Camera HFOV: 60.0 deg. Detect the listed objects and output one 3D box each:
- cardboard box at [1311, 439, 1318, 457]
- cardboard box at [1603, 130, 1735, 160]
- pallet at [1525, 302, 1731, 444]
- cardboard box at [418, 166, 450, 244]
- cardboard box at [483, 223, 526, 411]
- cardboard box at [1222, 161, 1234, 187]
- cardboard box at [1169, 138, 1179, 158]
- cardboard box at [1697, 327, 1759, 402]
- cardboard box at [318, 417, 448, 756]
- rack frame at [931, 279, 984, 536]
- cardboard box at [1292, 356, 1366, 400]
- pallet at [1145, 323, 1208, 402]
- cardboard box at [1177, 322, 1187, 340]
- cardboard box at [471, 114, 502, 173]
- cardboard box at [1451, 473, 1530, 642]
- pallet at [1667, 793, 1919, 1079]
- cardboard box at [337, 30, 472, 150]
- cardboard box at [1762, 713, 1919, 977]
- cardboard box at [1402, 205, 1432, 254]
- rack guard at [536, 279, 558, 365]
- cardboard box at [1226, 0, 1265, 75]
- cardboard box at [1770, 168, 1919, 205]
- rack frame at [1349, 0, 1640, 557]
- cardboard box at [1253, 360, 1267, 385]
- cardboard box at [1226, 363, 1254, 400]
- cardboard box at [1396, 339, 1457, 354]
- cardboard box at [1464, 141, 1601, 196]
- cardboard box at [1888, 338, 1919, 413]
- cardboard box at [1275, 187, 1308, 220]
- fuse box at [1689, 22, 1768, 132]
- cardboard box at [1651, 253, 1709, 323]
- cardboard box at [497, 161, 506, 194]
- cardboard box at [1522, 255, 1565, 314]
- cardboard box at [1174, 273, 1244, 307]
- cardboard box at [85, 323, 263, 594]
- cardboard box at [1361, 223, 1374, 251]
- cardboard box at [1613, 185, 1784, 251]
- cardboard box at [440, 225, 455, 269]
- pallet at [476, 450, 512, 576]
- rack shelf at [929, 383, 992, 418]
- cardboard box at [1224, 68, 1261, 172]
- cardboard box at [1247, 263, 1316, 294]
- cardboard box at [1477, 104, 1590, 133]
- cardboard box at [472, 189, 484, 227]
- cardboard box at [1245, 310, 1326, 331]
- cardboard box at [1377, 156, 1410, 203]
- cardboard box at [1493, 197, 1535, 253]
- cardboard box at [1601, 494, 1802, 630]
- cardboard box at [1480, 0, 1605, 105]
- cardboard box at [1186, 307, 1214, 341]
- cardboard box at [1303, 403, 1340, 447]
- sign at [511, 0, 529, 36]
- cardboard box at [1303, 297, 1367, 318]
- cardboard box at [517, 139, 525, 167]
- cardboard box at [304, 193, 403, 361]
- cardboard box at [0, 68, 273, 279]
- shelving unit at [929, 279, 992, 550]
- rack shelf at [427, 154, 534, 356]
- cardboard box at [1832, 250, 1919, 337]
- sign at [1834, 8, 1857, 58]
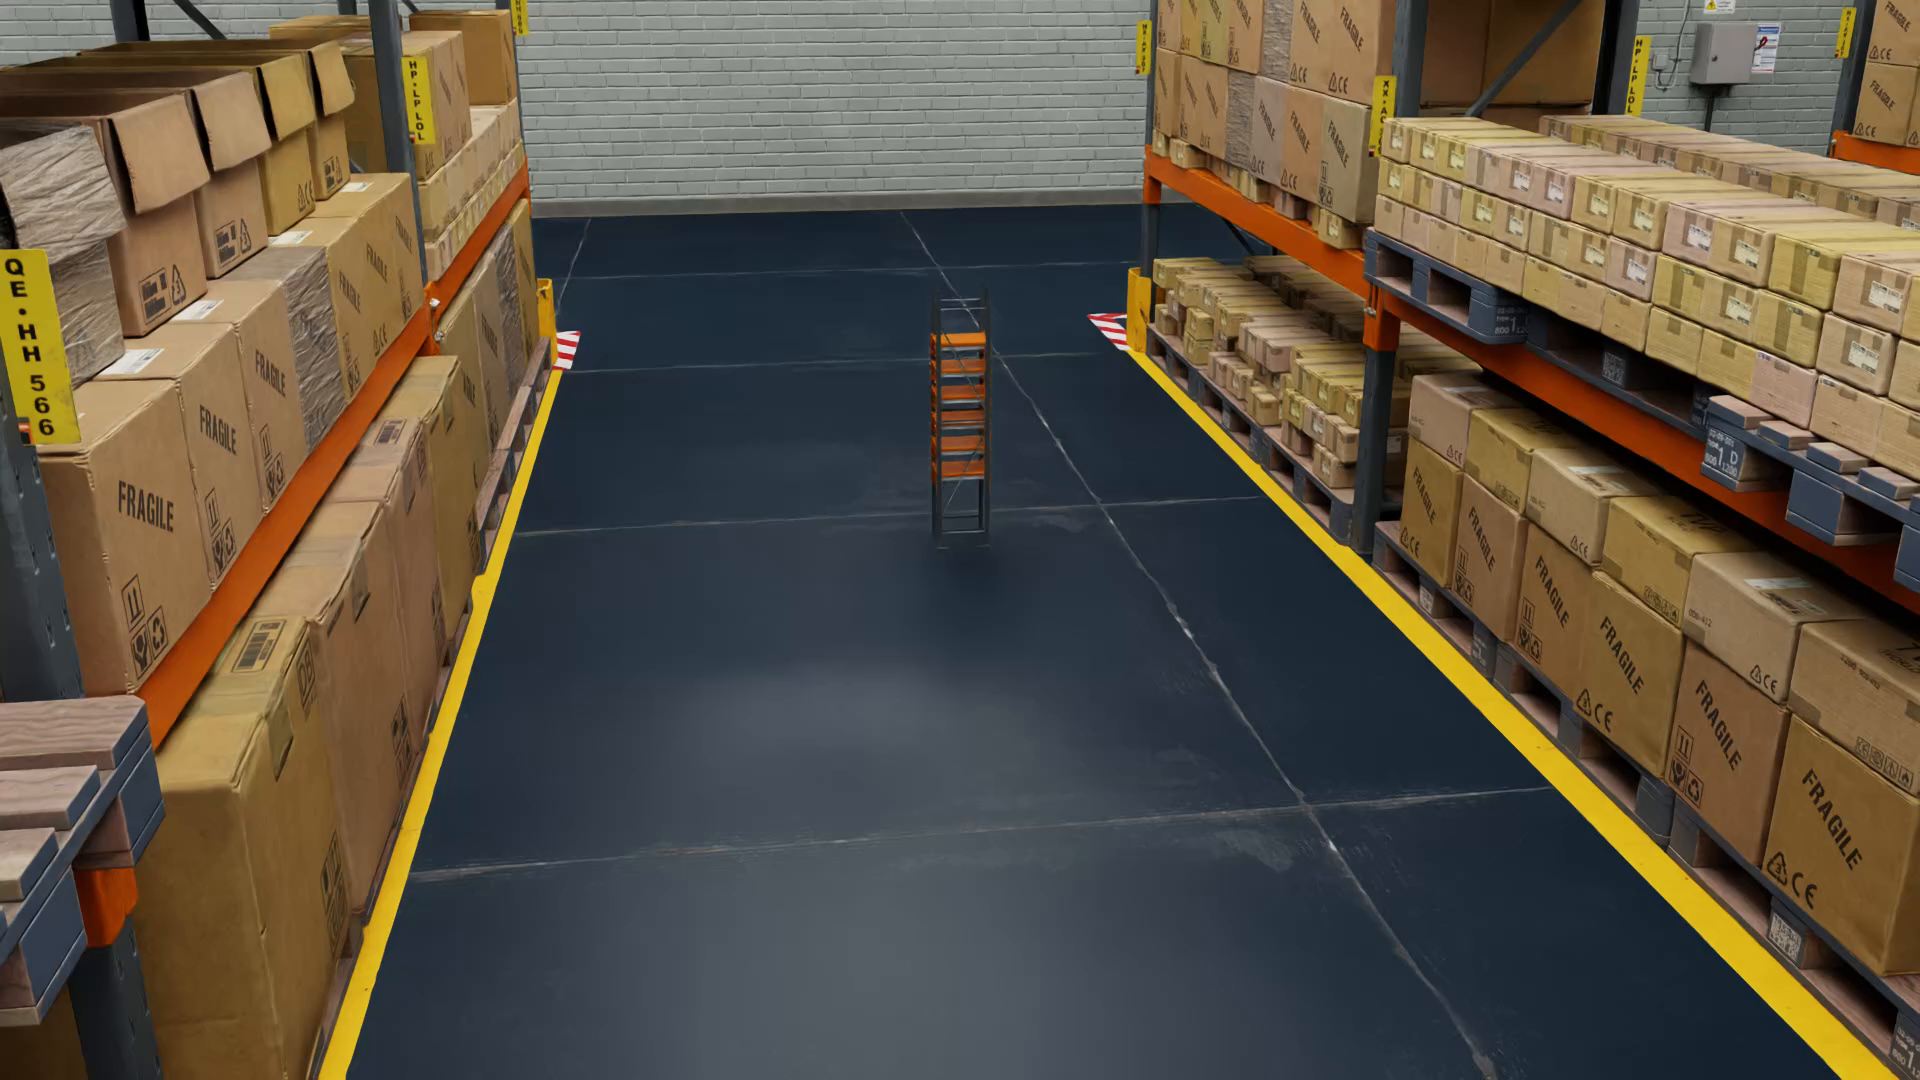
[{"bbox_3d":[1.940,-0.451,8.112,0.380,0.149,0.250,-2,21,-6],"label":"cardboard box"},{"bbox_3d":[2.614,-1.423,6.149,0.380,0.149,0.250,-4,21,-9],"label":"cardboard box"},{"bbox_3d":[2.539,-0.586,5.272,1.003,0.211,1.213,-3,21,-8],"label":"pallet"},{"bbox_3d":[-2.443,-1.407,6.986,0.500,0.250,0.500,-3,21,-9],"label":"cardboard box"},{"bbox_3d":[-2.908,-1.216,9.121,0.875,0.875,0.875,-3,21,-8],"label":"cardboard box"},{"bbox_3d":[1.693,-2.069,9.328,0.380,0.149,0.250,-3,21,-9],"label":"cardboard box"},{"bbox_3d":[1.512,-2.430,10.294,0.380,0.149,0.250,-2,21,-6],"label":"cardboard box"},{"bbox_3d":[2.235,-0.481,4.475,0.380,0.149,0.250,-3,21,-8],"label":"cardboard box"},{"bbox_3d":[-2.393,0.166,5.420,1.225,0.875,0.875,-4,21,-10],"label":"cardboard box"},{"bbox_3d":[-0.011,-0.589,7.578,0.240,1.200,0.006,-3,21,-8],"label":"rack frame"},{"bbox_3d":[1.860,-0.800,8.194,0.380,0.149,0.250,-3,21,-8],"label":"cardboard box"},{"bbox_3d":[1.805,-1.147,10.484,1.003,0.211,1.213,-3,21,-8],"label":"pallet"},{"bbox_3d":[1.589,-1.339,10.490,0.380,0.149,0.250,-3,21,-8],"label":"cardboard box"},{"bbox_3d":[-2.732,-2.110,8.868,0.500,0.250,0.500,-4,21,-10],"label":"cardboard box"},{"bbox_3d":[2.210,0.049,6.270,0.500,0.500,0.500,-2,21,-5],"label":"cardboard box"},{"bbox_3d":[2.754,1.043,4.621,1.003,0.211,1.213,-3,21,-8],"label":"pallet"},{"bbox_3d":[-2.593,-2.112,7.802,0.500,0.500,0.500,-4,21,-9],"label":"cardboard box"},{"bbox_3d":[2.511,0.767,4.347,0.500,0.500,0.500,-3,21,-8],"label":"cardboard box"},{"bbox_3d":[1.936,-1.201,6.404,0.380,0.149,0.250,-3,21,-7],"label":"cardboard box"},{"bbox_3d":[-3.214,-1.384,10.708,1.175,0.500,0.348,-3,21,-8],"label":"rack guard"},{"bbox_3d":[1.723,-2.716,8.704,0.500,0.500,0.500,-4,21,-9],"label":"cardboard box"},{"bbox_3d":[2.767,-1.062,5.180,0.380,0.149,0.250,-3,21,-9],"label":"cardboard box"},{"bbox_3d":[2.288,-1.377,7.117,1.000,3.000,0.127,-3,21,-8],"label":"rack frame"},{"bbox_3d":[1.807,-0.929,8.965,0.380,0.149,0.250,-4,21,-10],"label":"cardboard box"},{"bbox_3d":[1.707,-0.891,9.289,0.380,0.149,0.250,-3,21,-8],"label":"cardboard box"},{"bbox_3d":[2.317,-0.920,8.515,0.380,0.149,0.250,-3,21,-9],"label":"cardboard box"},{"bbox_3d":[2.004,-1.304,5.829,0.380,0.149,0.250,-3,21,-8],"label":"cardboard box"},{"bbox_3d":[2.343,-0.359,3.724,0.380,0.149,0.250,-2,21,-7],"label":"cardboard box"},{"bbox_3d":[1.810,-1.709,8.364,0.380,0.149,0.250,-4,21,-10],"label":"cardboard box"},{"bbox_3d":[7.859,-4.450,17.185,0.539,1.711,0.414,-3,21,-8],"label":"fuse box"},{"bbox_3d":[2.193,-0.715,4.678,0.380,0.149,0.250,-3,21,-8],"label":"cardboard box"},{"bbox_3d":[-2.685,-1.969,9.061,0.380,0.149,0.250,-3,21,-9],"label":"cardboard box"},{"bbox_3d":[2.084,-0.845,5.450,0.380,0.149,0.250,-3,21,-9],"label":"cardboard box"},{"bbox_3d":[1.519,-1.521,10.124,0.380,0.149,0.250,-3,21,-8],"label":"cardboard box"},{"bbox_3d":[-1.935,-0.185,3.780,0.500,0.500,0.500,-3,21,-9],"label":"cardboard box"},{"bbox_3d":[2.016,-1.347,7.394,0.380,0.149,0.250,-3,21,-8],"label":"cardboard box"},{"bbox_3d":[2.156,-0.945,4.867,0.380,0.149,0.250,-2,21,-5],"label":"cardboard box"},{"bbox_3d":[-2.386,-1.255,7.147,0.380,0.149,0.250,-4,21,-10],"label":"cardboard box"},{"bbox_3d":[-2.667,-0.123,7.744,1.003,0.211,1.213,-3,21,-8],"label":"pallet"},{"bbox_3d":[0.002,-0.628,7.466,0.258,0.103,0.180,-3,21,-8],"label":"rack shelf"},{"bbox_3d":[1.743,-2.249,8.882,0.500,0.500,0.500,-3,21,-9],"label":"cardboard box"},{"bbox_3d":[2.018,-1.642,10.449,0.380,0.149,0.250,-3,21,-7],"label":"cardboard box"},{"bbox_3d":[2.466,-1.748,7.540,0.500,0.500,0.500,-3,21,-9],"label":"cardboard box"},{"bbox_3d":[-2.535,-1.612,8.105,0.380,0.149,0.250,-3,21,-7],"label":"cardboard box"},{"bbox_3d":[1.791,-1.167,9.177,0.380,0.149,0.250,-3,21,-8],"label":"cardboard box"},{"bbox_3d":[1.890,-1.436,6.608,0.380,0.149,0.250,-3,21,-7],"label":"cardboard box"},{"bbox_3d":[2.046,-1.074,5.638,0.380,0.149,0.250,-2,21,-6],"label":"cardboard box"},{"bbox_3d":[2.366,0.056,5.180,0.500,0.250,0.500,-2,21,-6],"label":"cardboard box"},{"bbox_3d":[2.464,-2.200,7.324,0.500,0.500,0.500,-2,21,-6],"label":"cardboard box"},{"bbox_3d":[1.569,-1.296,9.949,0.380,0.149,0.250,-2,21,-6],"label":"cardboard box"},{"bbox_3d":[1.877,-0.564,7.988,0.380,0.149,0.250,-4,21,-10],"label":"cardboard box"},{"bbox_3d":[-2.672,-3.223,10.065,0.100,0.325,0.005,-3,21,-8],"label":"sign"},{"bbox_3d":[2.178,-1.279,9.477,0.380,0.149,0.250,-4,21,-10],"label":"cardboard box"},{"bbox_3d":[-2.834,-2.323,10.007,0.380,0.149,0.250,-3,21,-7],"label":"cardboard box"},{"bbox_3d":[-2.232,-0.889,5.667,0.500,0.500,0.500,-2,21,-6],"label":"cardboard box"},{"bbox_3d":[-2.342,-1.006,4.545,0.797,0.503,0.637,-2,21,-6],"label":"cardboard box"},{"bbox_3d":[0.002,-0.557,7.493,0.258,1.200,0.189,-3,21,-8],"label":"shelving unit"},{"bbox_3d":[-2.923,-1.518,8.521,1.077,0.370,4.000,-3,21,-8],"label":"rack shelf"},{"bbox_3d":[2.307,-0.584,3.901,0.380,0.149,0.250,-3,21,-8],"label":"cardboard box"},{"bbox_3d":[6.045,-3.464,11.352,0.100,0.325,0.005,-3,21,-8],"label":"sign"}]
